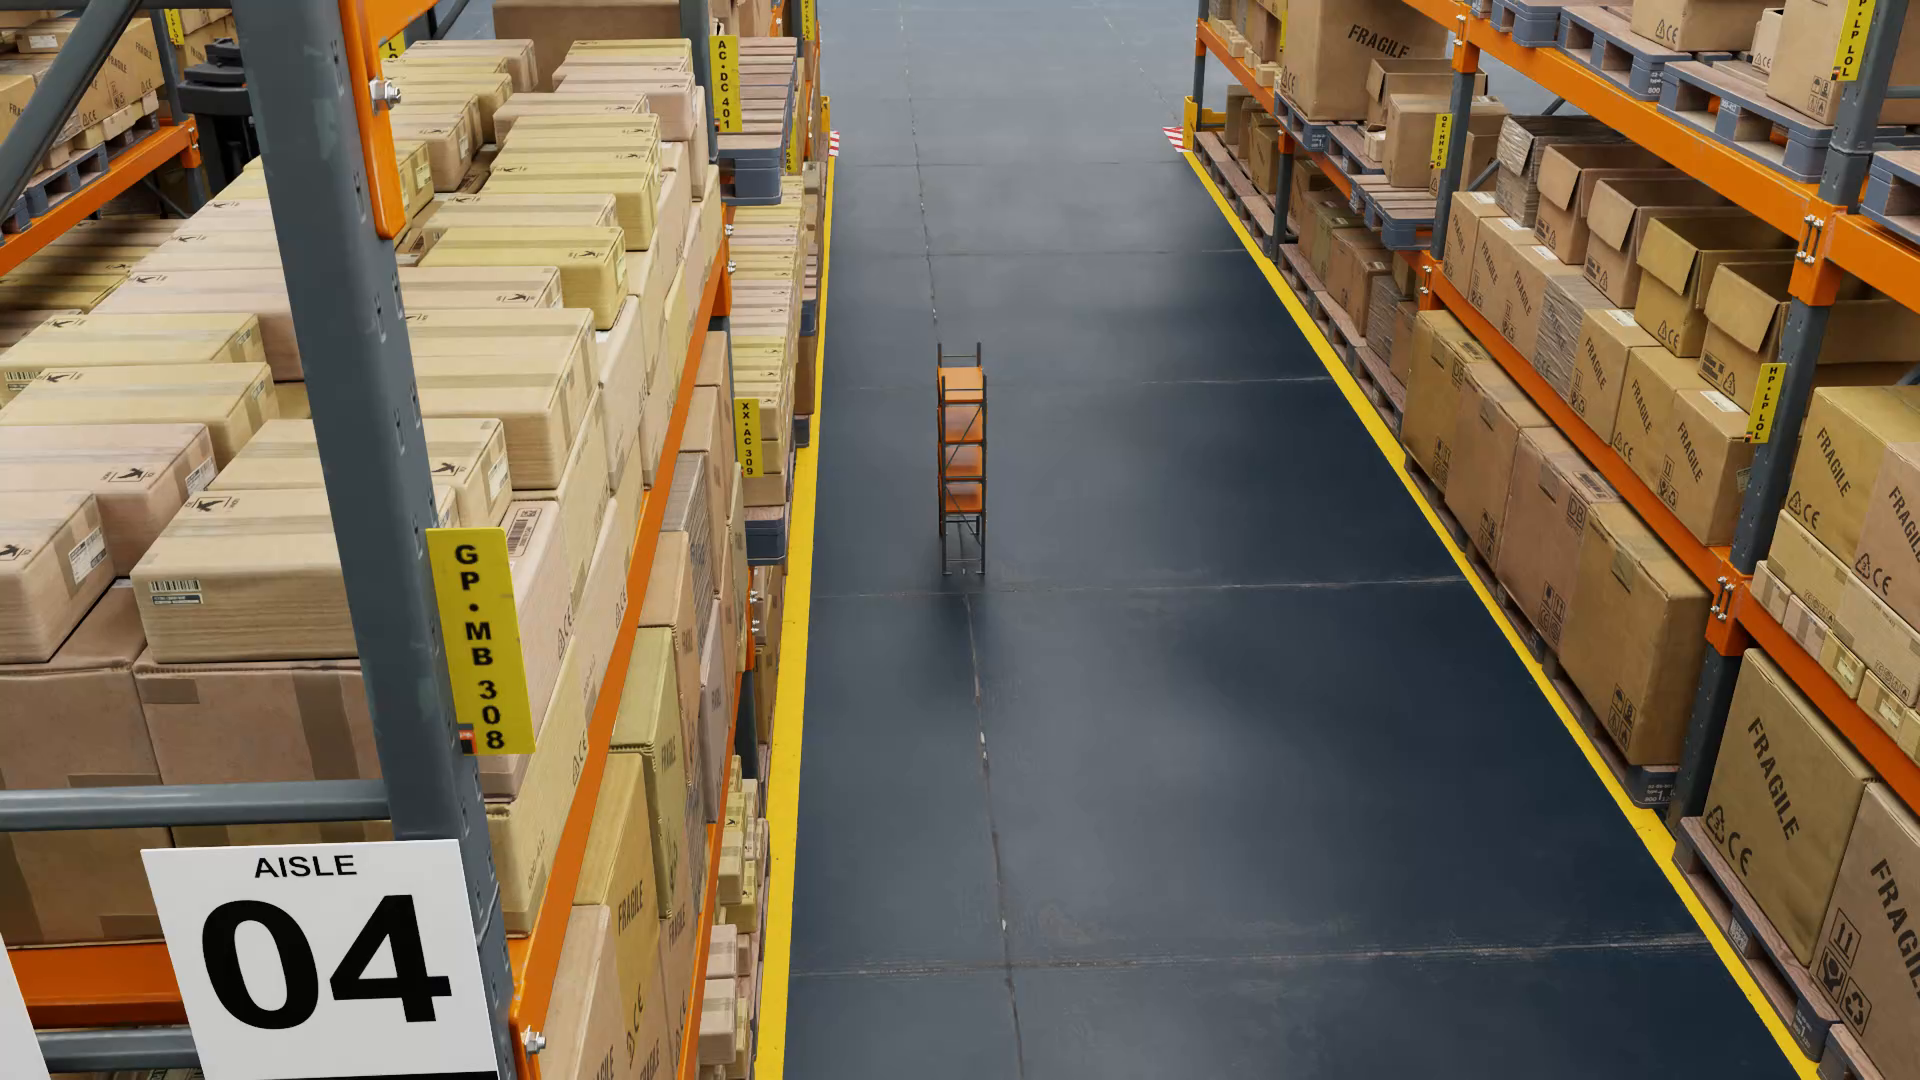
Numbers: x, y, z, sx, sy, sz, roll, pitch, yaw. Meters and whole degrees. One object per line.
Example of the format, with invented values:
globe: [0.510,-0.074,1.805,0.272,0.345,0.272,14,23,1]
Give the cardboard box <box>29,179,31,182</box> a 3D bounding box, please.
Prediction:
cardboard box: [-6.359,-2.392,10.910,0.380,0.149,0.250,0,28,0]

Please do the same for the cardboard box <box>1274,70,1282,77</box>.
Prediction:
cardboard box: [2.932,-3.967,14.383,0.380,0.149,0.250,-1,28,-3]

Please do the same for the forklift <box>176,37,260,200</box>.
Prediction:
forklift: [-3.273,-1.311,9.094,1.130,2.935,3.031,-2,28,-3]

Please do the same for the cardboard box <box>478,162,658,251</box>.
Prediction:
cardboard box: [-0.931,-0.797,3.981,0.380,0.149,0.250,-2,28,-4]

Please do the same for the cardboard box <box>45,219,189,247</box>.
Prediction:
cardboard box: [-6.673,-2.293,13.290,0.950,0.372,0.625,-1,28,-2]

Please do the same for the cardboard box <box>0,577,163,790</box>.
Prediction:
cardboard box: [-1.416,0.170,2.559,0.500,0.250,0.500,-2,28,-4]

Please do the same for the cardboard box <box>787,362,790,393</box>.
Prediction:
cardboard box: [-0.952,-0.744,7.429,0.380,0.149,0.250,-3,28,-5]

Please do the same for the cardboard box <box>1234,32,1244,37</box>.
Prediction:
cardboard box: [2.833,-4.775,15.933,0.380,0.149,0.250,-1,28,-3]

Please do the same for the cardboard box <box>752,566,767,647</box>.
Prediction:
cardboard box: [-1.122,0.256,7.453,0.500,0.250,0.500,-3,28,-5]

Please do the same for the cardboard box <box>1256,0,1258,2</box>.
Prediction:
cardboard box: [2.843,-5.036,14.651,0.500,0.500,0.500,-1,28,-3]

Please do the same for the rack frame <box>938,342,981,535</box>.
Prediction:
rack frame: [-0.004,-0.568,9.542,0.240,1.200,0.015,-1,28,-3]

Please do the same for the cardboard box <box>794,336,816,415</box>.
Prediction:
cardboard box: [-1.498,-1.305,10.987,1.050,0.750,0.750,-2,28,-3]

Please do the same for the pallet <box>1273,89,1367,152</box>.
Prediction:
pallet: [3.088,-3.312,13.064,1.003,0.211,1.213,-1,28,-3]

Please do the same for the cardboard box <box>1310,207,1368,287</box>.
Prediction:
cardboard box: [3.210,-2.335,13.211,0.700,0.500,0.500,-2,28,-3]

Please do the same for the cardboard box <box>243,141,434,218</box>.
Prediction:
cardboard box: [-1.553,-0.899,4.177,0.380,0.149,0.250,0,28,0]

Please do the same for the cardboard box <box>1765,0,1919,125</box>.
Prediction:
cardboard box: [3.571,-1.887,6.318,0.700,0.500,0.500,-1,28,-1]

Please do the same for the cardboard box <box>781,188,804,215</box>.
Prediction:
cardboard box: [-1.062,-1.840,9.209,0.380,0.149,0.250,-2,28,-3]

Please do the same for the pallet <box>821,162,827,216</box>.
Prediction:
pallet: [-1.793,-3.362,15.967,1.003,0.211,1.213,-1,28,-3]

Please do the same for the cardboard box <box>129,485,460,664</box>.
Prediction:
cardboard box: [-0.928,0.044,2.368,0.380,0.149,0.250,-2,28,-3]

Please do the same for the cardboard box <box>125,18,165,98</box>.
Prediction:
cardboard box: [-6.450,-3.669,12.656,0.500,0.500,0.500,-2,28,-4]

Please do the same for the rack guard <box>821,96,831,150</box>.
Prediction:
rack guard: [-1.975,-4.430,17.704,1.175,0.500,0.348,-1,28,-3]

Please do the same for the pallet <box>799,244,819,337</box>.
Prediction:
pallet: [-1.412,-1.421,9.439,1.213,0.211,1.003,-1,28,-3]

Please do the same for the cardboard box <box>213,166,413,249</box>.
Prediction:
cardboard box: [-1.526,-0.779,3.946,0.380,0.149,0.250,-2,28,-4]

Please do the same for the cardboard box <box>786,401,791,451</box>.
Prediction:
cardboard box: [-0.938,-0.497,7.277,0.380,0.149,0.250,-1,28,-2]

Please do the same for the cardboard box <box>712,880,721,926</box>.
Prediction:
cardboard box: [-1.060,1.340,5.923,0.380,0.149,0.250,-1,28,-1]

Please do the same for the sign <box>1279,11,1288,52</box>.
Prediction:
sign: [2.652,-4.121,13.471,0.100,0.325,0.005,-1,28,-3]

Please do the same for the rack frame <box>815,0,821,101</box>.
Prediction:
rack frame: [-1.974,-5.527,17.104,1.000,3.000,0.127,-1,28,-3]

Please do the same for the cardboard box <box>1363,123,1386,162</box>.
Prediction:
cardboard box: [3.046,-2.796,11.559,0.396,0.266,0.258,-2,28,-4]

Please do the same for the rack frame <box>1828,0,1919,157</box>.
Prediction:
rack frame: [3.611,-2.719,5.232,1.000,3.000,0.127,-1,28,-3]

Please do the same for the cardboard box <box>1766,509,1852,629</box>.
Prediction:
cardboard box: [3.374,0.099,6.157,0.500,0.250,0.500,-2,28,-4]

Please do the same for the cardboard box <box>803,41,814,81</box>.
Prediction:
cardboard box: [-1.758,-4.422,14.824,0.875,0.550,0.550,-1,28,-3]

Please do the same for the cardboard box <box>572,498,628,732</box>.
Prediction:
cardboard box: [-0.930,0.141,3.154,0.500,0.250,0.500,-1,28,-1]

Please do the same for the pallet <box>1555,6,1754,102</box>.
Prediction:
pallet: [3.550,-2.340,7.953,1.003,0.211,1.213,0,28,0]

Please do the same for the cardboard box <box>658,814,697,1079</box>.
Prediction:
cardboard box: [-0.952,0.998,4.163,0.500,0.500,0.500,-1,28,-2]

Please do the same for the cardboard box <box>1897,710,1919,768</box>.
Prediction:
cardboard box: [3.352,0.680,5.475,0.380,0.149,0.250,-2,28,-3]

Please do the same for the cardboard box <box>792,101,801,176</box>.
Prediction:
cardboard box: [-1.389,-2.789,11.746,0.500,0.500,0.500,-2,28,-3]

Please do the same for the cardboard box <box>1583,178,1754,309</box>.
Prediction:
cardboard box: [3.497,-1.447,8.087,0.797,0.503,0.637,-1,28,-1]

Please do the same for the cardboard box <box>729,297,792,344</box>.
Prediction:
cardboard box: [-0.964,-0.998,7.594,0.380,0.149,0.250,-2,28,-3]

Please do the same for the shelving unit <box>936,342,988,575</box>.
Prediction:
shelving unit: [0.009,-0.456,9.326,0.258,1.200,0.503,-1,28,-3]

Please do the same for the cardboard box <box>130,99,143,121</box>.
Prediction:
cardboard box: [-6.404,-3.236,12.528,0.380,0.149,0.250,-2,28,-4]

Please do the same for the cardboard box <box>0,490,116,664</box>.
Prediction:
cardboard box: [-1.449,0.053,2.351,0.380,0.149,0.250,-2,28,-3]

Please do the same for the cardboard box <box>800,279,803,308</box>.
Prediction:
cardboard box: [-1.037,-1.342,8.898,0.380,0.149,0.250,-2,28,-3]

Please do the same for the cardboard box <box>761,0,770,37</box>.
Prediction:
cardboard box: [-1.233,-2.719,8.368,0.500,0.500,0.500,-1,28,-3]

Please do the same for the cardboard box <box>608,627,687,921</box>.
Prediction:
cardboard box: [-0.934,0.555,3.932,0.500,0.500,0.500,-2,28,-4]

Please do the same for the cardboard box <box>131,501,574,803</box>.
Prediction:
cardboard box: [-0.902,0.163,2.572,0.500,0.250,0.500,-1,28,-2]

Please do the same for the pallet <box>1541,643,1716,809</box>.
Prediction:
pallet: [3.496,0.823,7.944,1.003,0.211,1.213,-1,28,-3]

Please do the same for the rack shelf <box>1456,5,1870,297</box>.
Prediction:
rack shelf: [3.507,-1.993,7.863,1.077,0.370,4.000,-1,28,-3]

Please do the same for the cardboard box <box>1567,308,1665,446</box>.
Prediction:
cardboard box: [3.261,-0.782,7.898,0.500,0.500,0.500,-2,28,-3]

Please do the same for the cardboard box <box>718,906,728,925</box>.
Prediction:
cardboard box: [-1.040,1.464,6.006,0.380,0.149,0.250,-1,28,-2]

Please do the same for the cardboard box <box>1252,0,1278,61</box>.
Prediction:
cardboard box: [3.114,-4.599,14.895,0.875,0.500,0.500,-1,28,-3]

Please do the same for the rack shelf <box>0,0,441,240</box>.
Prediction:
rack shelf: [-1.243,-1.402,3.488,1.077,0.370,4.000,-1,28,-3]

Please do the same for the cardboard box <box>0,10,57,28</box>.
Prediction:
cardboard box: [-7.031,-3.938,12.472,0.380,0.149,0.250,-1,28,-3]

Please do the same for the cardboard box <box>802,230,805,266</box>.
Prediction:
cardboard box: [-1.044,-1.578,9.028,0.380,0.149,0.250,-1,28,-1]
